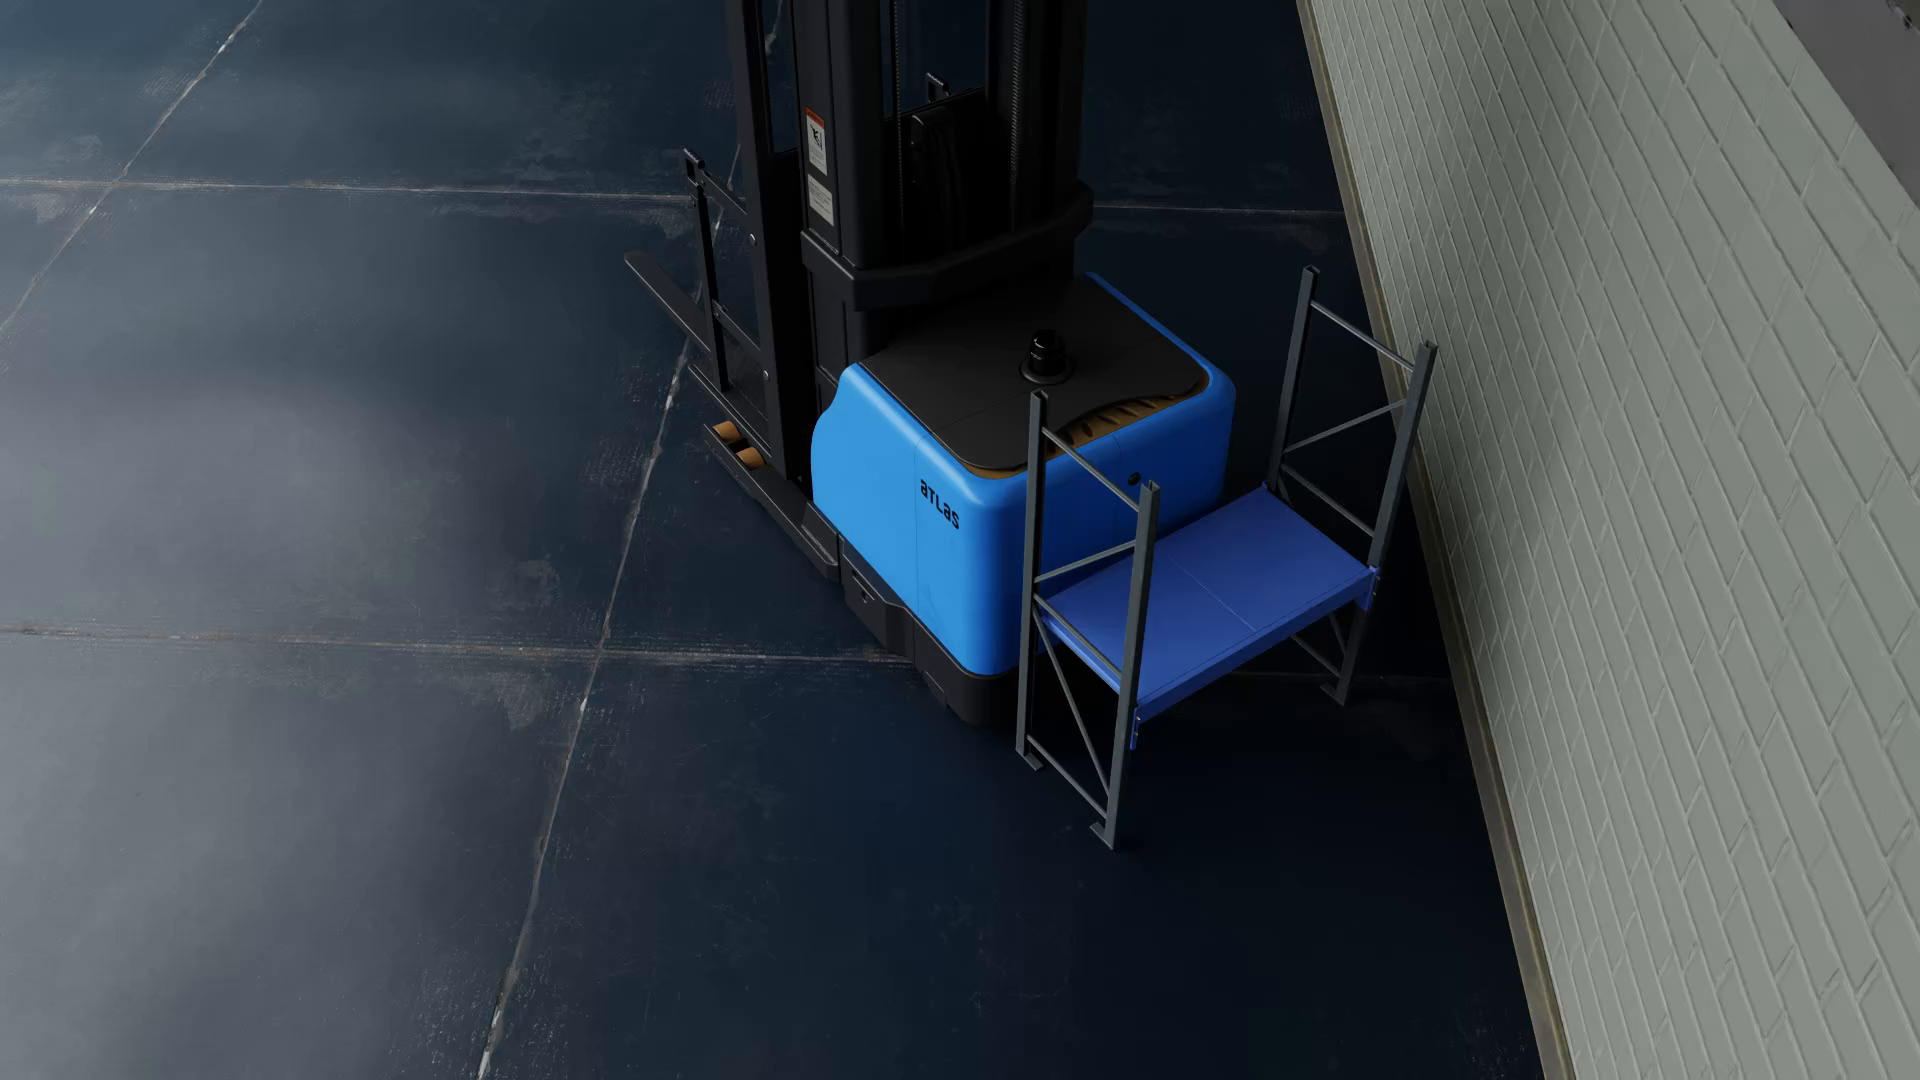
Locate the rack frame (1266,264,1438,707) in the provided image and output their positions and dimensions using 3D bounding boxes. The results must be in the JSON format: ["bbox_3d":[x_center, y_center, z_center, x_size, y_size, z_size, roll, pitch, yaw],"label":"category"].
[{"bbox_3d":[1.169,-0.125,5.281,0.032,1.500,0.500,-26,49,-25],"label":"rack frame"}]

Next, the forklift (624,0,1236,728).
[{"bbox_3d":[-0.350,-1.429,5.633,1.130,2.935,3.031,-25,48,-24],"label":"forklift"}]

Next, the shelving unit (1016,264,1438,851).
[{"bbox_3d":[0.758,0.079,5.063,1.048,1.500,0.538,-26,49,-25],"label":"shelving unit"}]

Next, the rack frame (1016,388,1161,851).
[{"bbox_3d":[0.346,0.282,4.845,0.032,1.500,0.500,-26,49,-25],"label":"rack frame"}]

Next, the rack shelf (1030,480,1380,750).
[{"bbox_3d":[0.757,0.210,5.186,1.000,0.185,0.538,-26,49,-25],"label":"rack shelf"}]
